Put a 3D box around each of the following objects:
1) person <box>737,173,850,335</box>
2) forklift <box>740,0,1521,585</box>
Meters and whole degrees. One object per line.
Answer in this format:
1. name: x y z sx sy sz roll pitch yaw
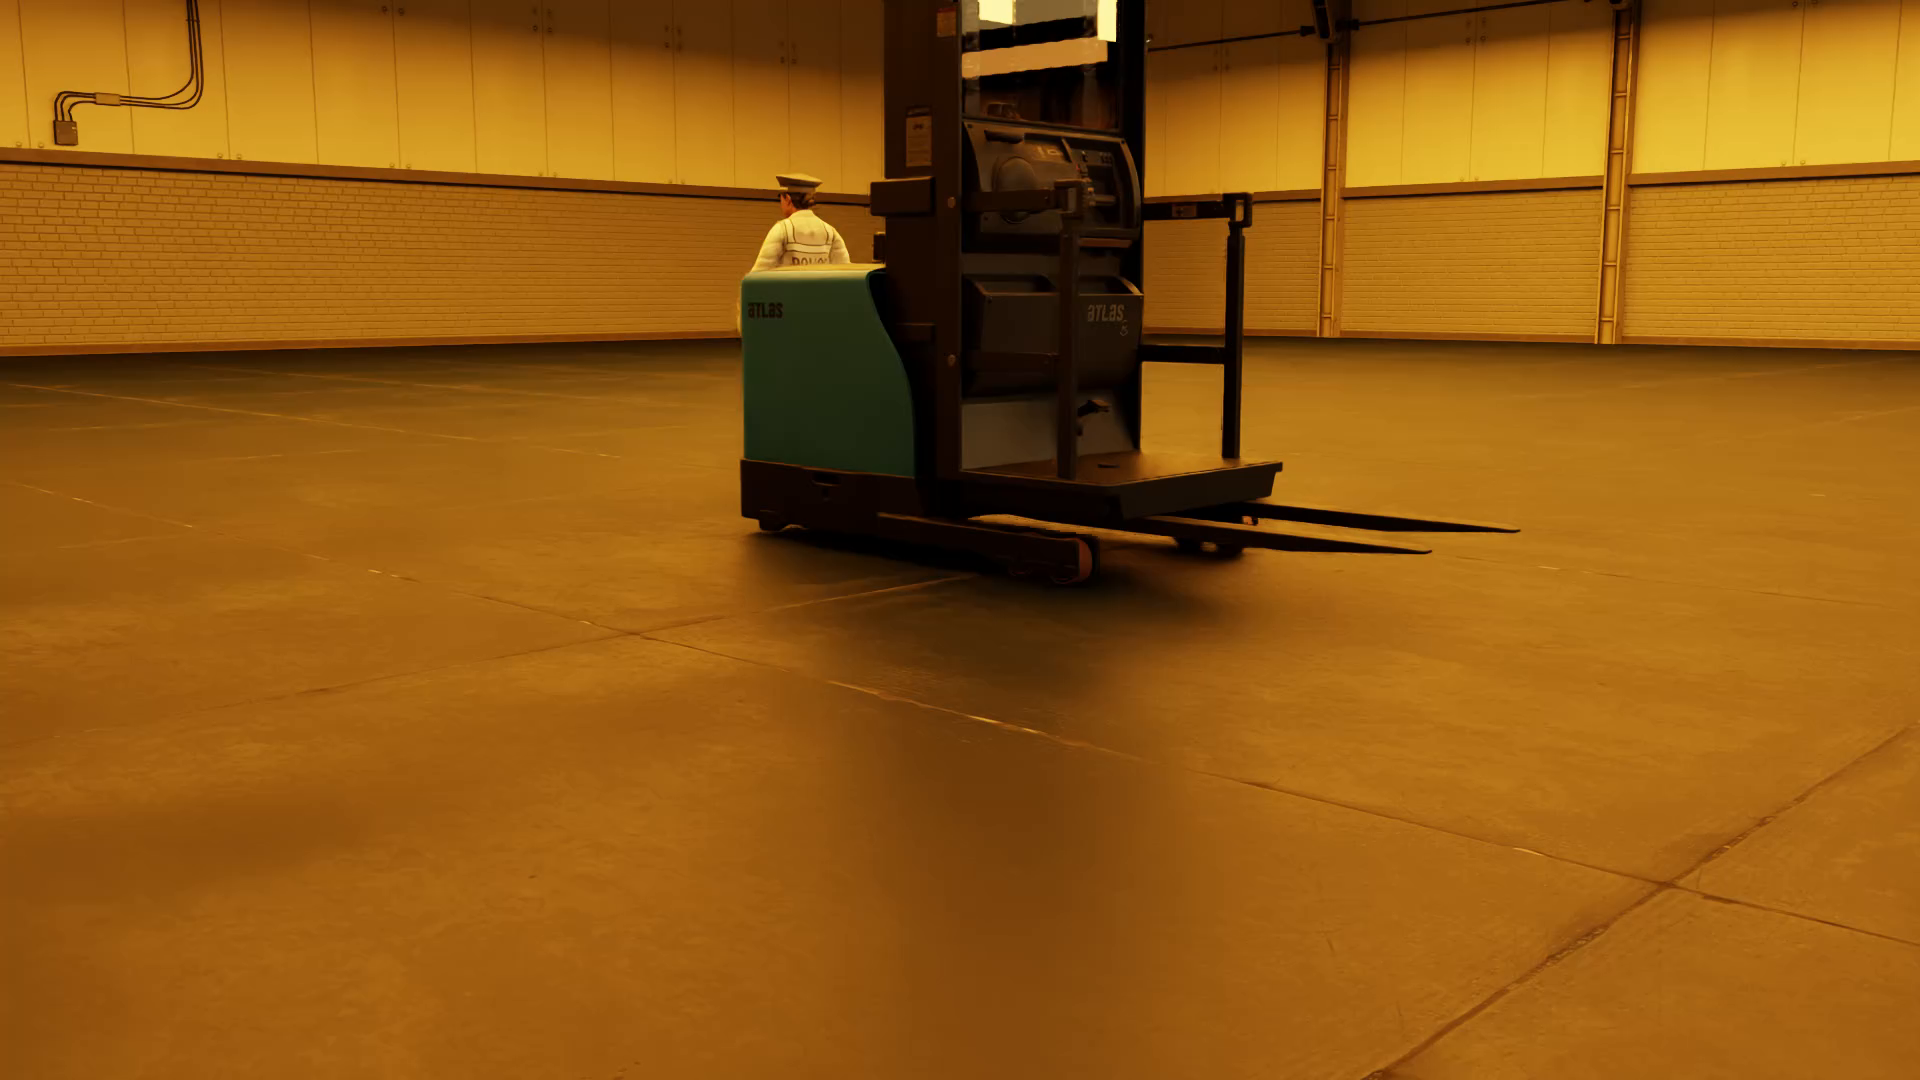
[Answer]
1. person: -0.915 -1.234 9.391 0.659 1.649 0.452 -8 11 -42
2. forklift: 0.509 -1.382 6.053 3.031 2.935 1.130 8 12 43
